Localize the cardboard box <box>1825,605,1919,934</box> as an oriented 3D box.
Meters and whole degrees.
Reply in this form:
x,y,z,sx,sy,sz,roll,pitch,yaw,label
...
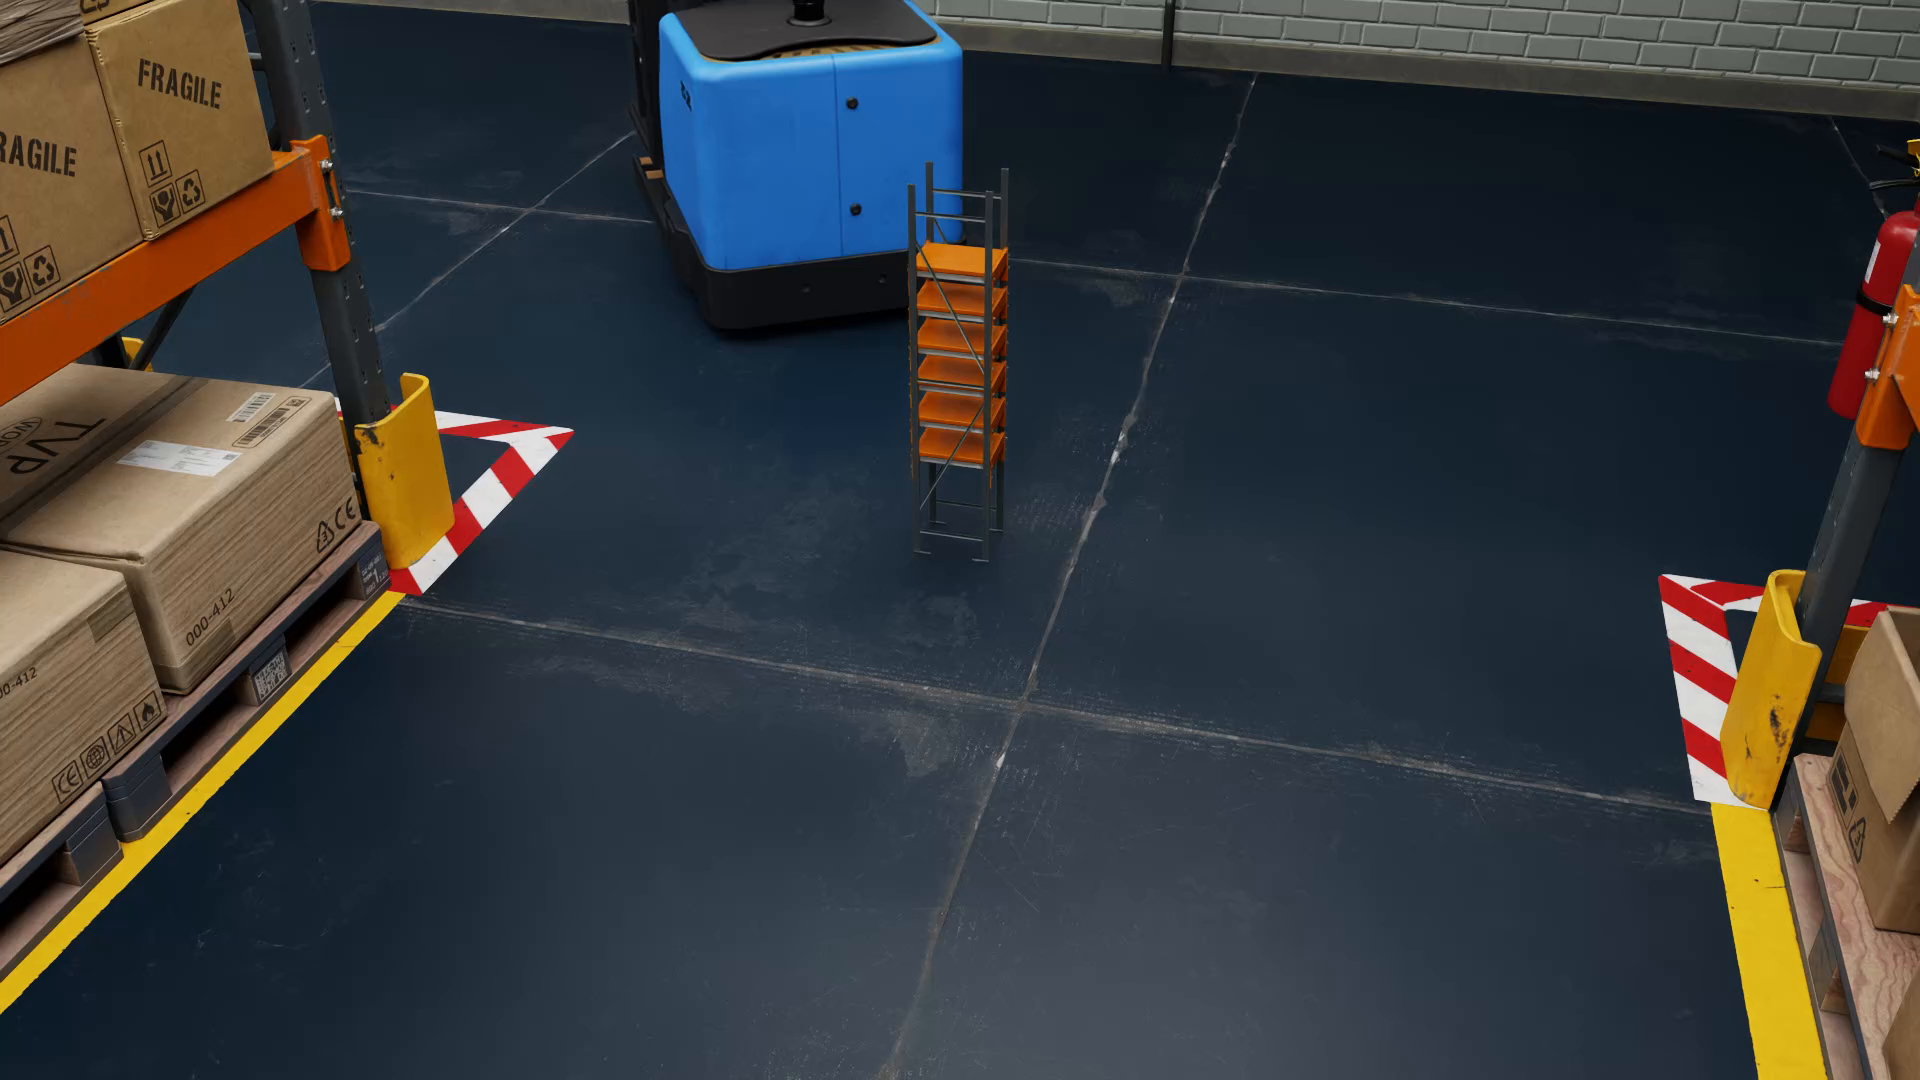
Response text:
x,y,z,sx,sy,sz,roll,pitch,yaw,label
2.334,0.533,3.552,0.797,0.503,0.637,7,33,10,cardboard box

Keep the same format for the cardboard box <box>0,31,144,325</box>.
x,y,z,sx,sy,sz,roll,pitch,yaw,label
-2.229,-0.819,3.650,0.500,0.500,0.500,7,33,11,cardboard box

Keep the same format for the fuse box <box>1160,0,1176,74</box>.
x,y,z,sx,sy,sz,roll,pitch,yaw,label
1.182,-3.346,8.918,0.539,1.711,0.414,8,33,12,fuse box

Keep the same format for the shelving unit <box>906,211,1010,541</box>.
x,y,z,sx,sy,sz,roll,pitch,yaw,label
-0.004,-0.498,4.915,0.258,1.046,0.183,8,33,12,shelving unit

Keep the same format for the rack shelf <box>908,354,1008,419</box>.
x,y,z,sx,sy,sz,roll,pitch,yaw,label
-0.004,-0.461,4.940,0.258,0.103,0.180,8,33,12,rack shelf

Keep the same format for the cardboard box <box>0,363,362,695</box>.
x,y,z,sx,sy,sz,roll,pitch,yaw,label
-2.292,-0.062,4.548,0.875,0.438,0.875,7,33,11,cardboard box

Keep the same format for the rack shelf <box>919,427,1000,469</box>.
x,y,z,sx,sy,sz,roll,pitch,yaw,label
-0.004,-0.282,5.054,0.221,0.034,0.171,8,33,12,rack shelf

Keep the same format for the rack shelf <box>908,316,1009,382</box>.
x,y,z,sx,sy,sz,roll,pitch,yaw,label
-0.004,-0.563,4.876,0.258,0.103,0.180,8,33,12,rack shelf

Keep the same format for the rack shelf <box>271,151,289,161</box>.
x,y,z,sx,sy,sz,roll,pitch,yaw,label
-5.135,-2.371,2.261,5.869,4.714,3.910,8,33,12,rack shelf

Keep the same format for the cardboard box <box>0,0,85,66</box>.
x,y,z,sx,sy,sz,roll,pitch,yaw,label
-2.217,-1.228,3.361,0.500,0.500,0.500,8,33,13,cardboard box

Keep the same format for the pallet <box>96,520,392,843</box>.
x,y,z,sx,sy,sz,roll,pitch,yaw,label
-2.348,0.280,4.612,1.003,0.211,1.213,8,33,12,pallet

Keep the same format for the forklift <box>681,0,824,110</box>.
x,y,z,sx,sy,sz,roll,pitch,yaw,label
-15.492,-4.944,4.639,29.450,9.000,10.035,-10,34,-15,forklift

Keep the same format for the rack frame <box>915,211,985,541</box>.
x,y,z,sx,sy,sz,roll,pitch,yaw,label
-0.026,-0.451,4.841,0.228,1.046,0.002,8,33,12,rack frame

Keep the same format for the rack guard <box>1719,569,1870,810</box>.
x,y,z,sx,sy,sz,roll,pitch,yaw,label
2.562,0.446,4.082,1.175,0.500,0.348,8,33,12,rack guard

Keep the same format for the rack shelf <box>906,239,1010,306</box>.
x,y,z,sx,sy,sz,roll,pitch,yaw,label
-0.004,-0.765,4.747,0.258,0.103,0.180,8,33,12,rack shelf

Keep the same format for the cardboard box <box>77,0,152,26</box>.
x,y,z,sx,sy,sz,roll,pitch,yaw,label
-2.113,-1.503,3.794,0.500,0.500,0.500,9,34,14,cardboard box

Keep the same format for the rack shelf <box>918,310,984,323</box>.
x,y,z,sx,sy,sz,roll,pitch,yaw,label
-0.004,-0.681,4.801,0.199,0.020,0.166,8,33,12,rack shelf

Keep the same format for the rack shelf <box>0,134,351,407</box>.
x,y,z,sx,sy,sz,roll,pitch,yaw,label
-2.729,0.020,3.094,1.077,0.370,4.000,8,33,12,rack shelf

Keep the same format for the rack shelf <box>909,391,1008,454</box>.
x,y,z,sx,sy,sz,roll,pitch,yaw,label
-0.004,-0.360,5.005,0.258,0.103,0.180,8,33,12,rack shelf

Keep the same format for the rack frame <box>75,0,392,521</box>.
x,y,z,sx,sy,sz,roll,pitch,yaw,label
-2.221,-1.322,4.533,1.000,3.000,0.127,8,33,12,rack frame
